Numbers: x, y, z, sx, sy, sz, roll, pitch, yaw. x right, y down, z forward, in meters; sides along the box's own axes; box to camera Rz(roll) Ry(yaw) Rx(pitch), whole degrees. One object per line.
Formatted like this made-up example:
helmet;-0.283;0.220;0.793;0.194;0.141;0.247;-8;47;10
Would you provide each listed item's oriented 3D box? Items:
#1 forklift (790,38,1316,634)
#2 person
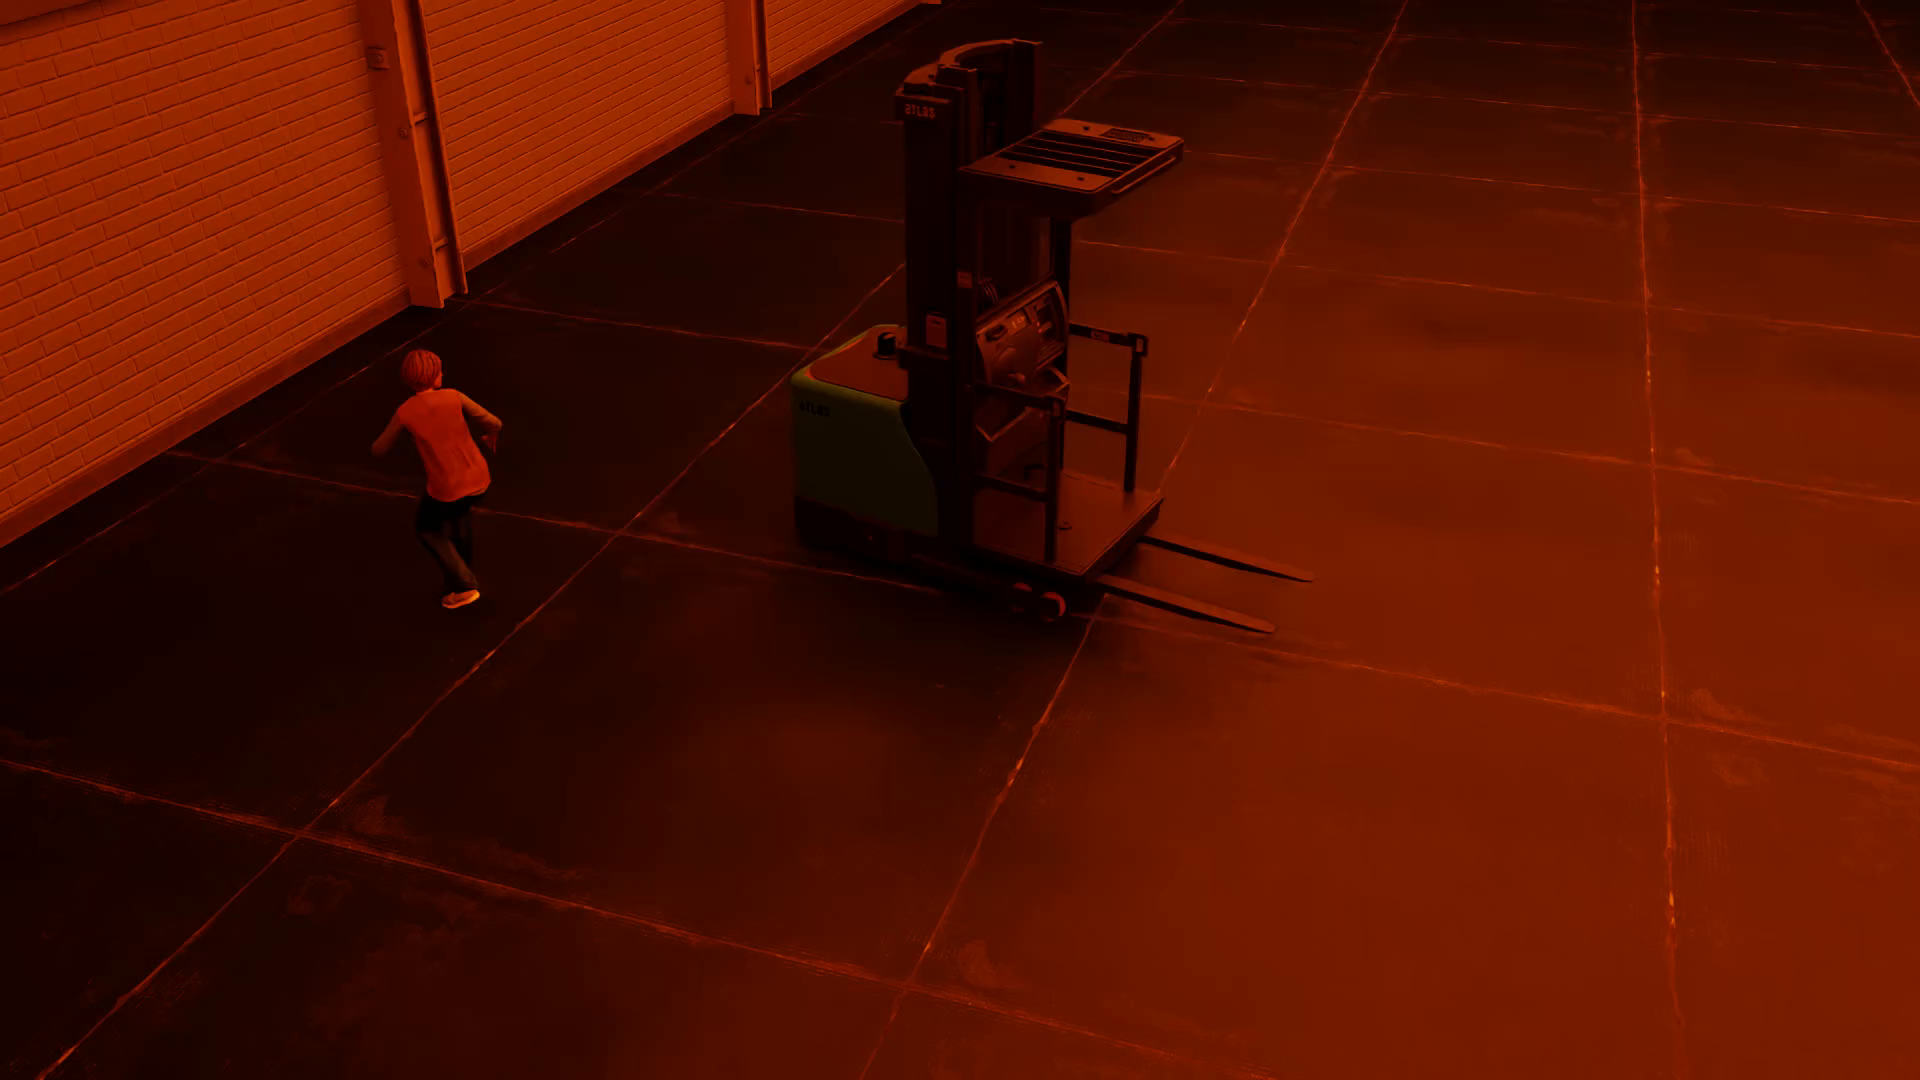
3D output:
forklift;0.524;-1.118;9.098;3.031;2.935;1.130;17;34;27
person;-2.873;-0.368;9.236;0.694;1.499;0.672;-22;36;-33
